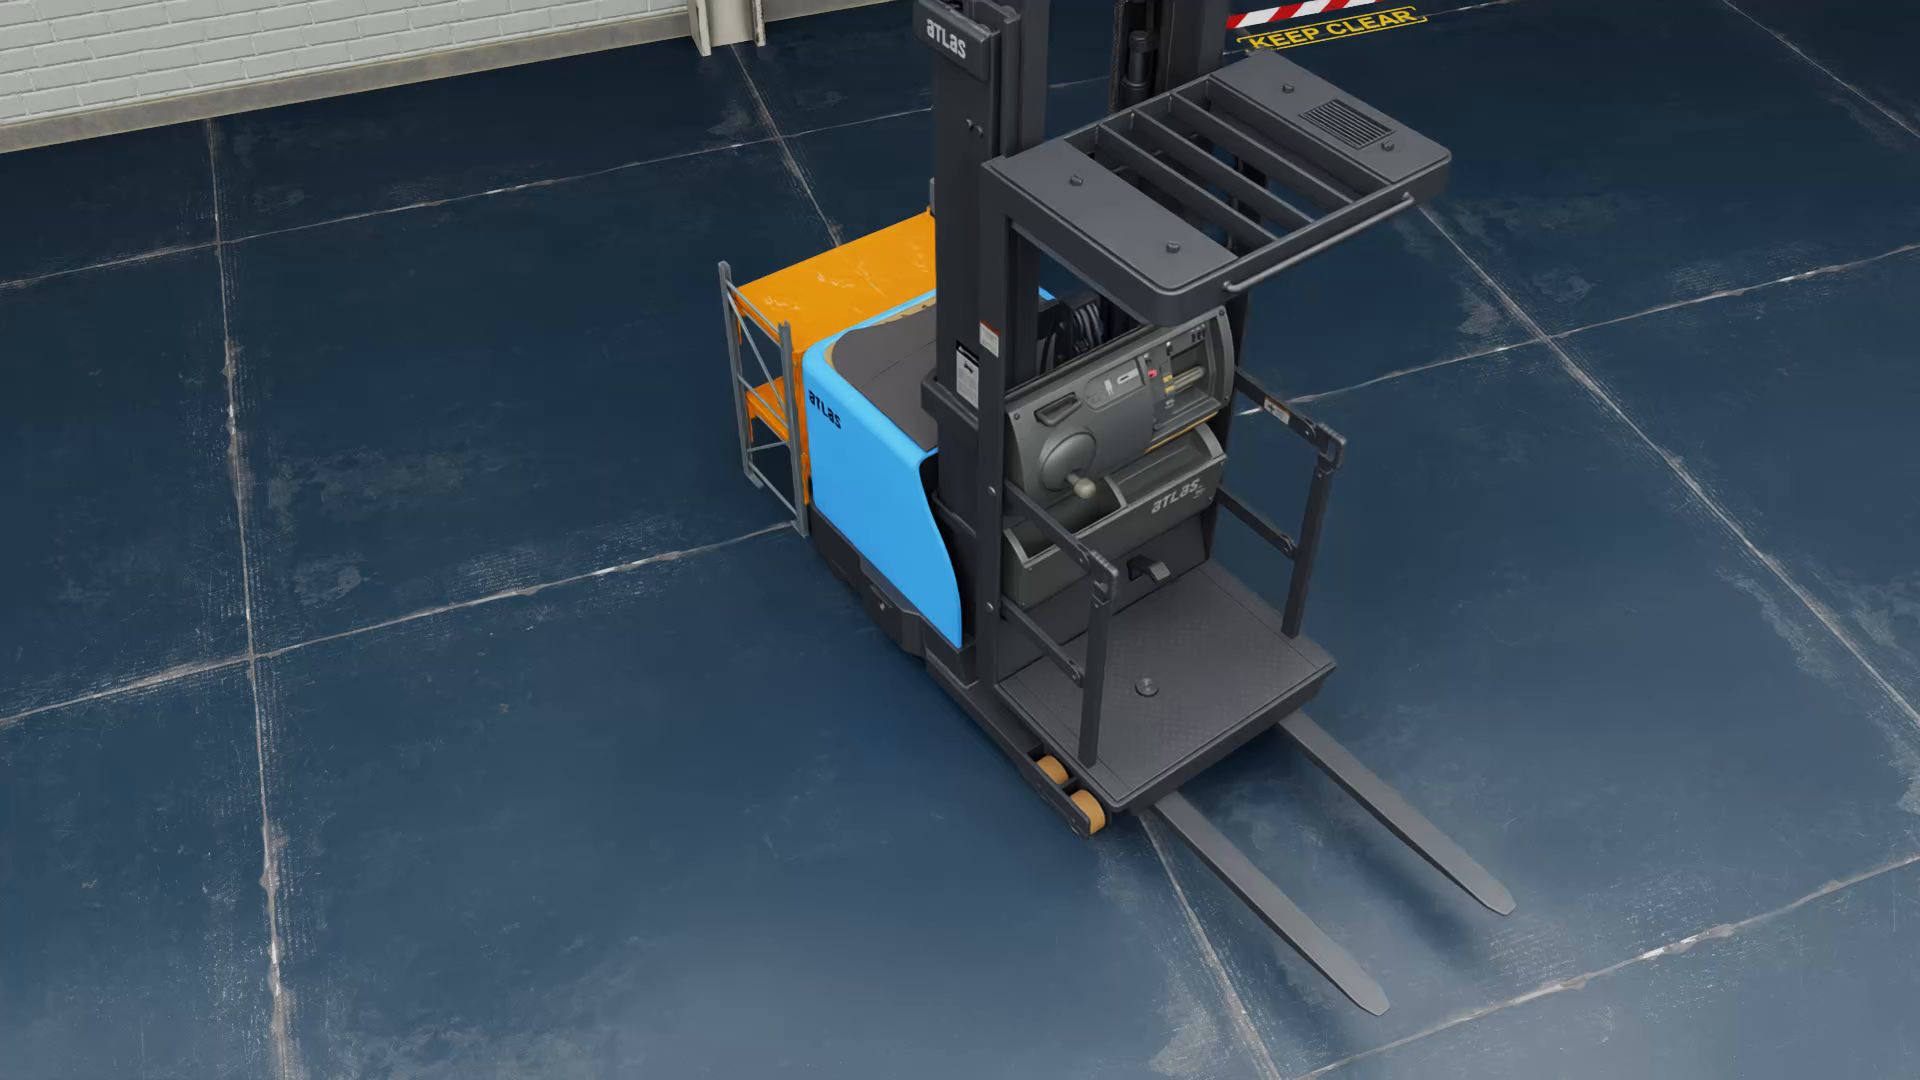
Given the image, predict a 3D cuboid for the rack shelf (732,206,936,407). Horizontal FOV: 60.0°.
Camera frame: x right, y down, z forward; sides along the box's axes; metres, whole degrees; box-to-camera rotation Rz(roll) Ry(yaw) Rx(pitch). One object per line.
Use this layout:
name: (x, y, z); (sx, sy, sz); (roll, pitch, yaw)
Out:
rack shelf: (-0.385, -0.973, 6.822); (1.000, 0.278, 0.538); (-27, 51, -24)

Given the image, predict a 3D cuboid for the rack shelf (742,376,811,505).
rack shelf: (-0.385, -0.594, 7.202); (1.000, 0.278, 0.538); (-27, 51, -24)

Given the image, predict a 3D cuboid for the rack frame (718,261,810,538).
rack frame: (-0.799, -0.557, 6.820); (0.032, 1.125, 0.500); (-27, 51, -24)

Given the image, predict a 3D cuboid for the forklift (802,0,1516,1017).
forklift: (0.674, -0.370, 5.358); (1.130, 2.935, 3.031); (-28, 52, -25)

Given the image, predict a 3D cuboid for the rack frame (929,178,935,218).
rack frame: (0.028, -0.976, 7.238); (0.032, 1.125, 0.500); (-27, 51, -24)

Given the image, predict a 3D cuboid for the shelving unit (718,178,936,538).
shelving unit: (-0.385, -0.766, 7.029); (1.048, 1.125, 0.538); (-27, 51, -24)

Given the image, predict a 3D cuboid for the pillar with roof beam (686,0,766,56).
pillar with roof beam: (0.054, -3.351, 4.046); (0.400, 9.000, 9.100); (-14, 47, -14)
